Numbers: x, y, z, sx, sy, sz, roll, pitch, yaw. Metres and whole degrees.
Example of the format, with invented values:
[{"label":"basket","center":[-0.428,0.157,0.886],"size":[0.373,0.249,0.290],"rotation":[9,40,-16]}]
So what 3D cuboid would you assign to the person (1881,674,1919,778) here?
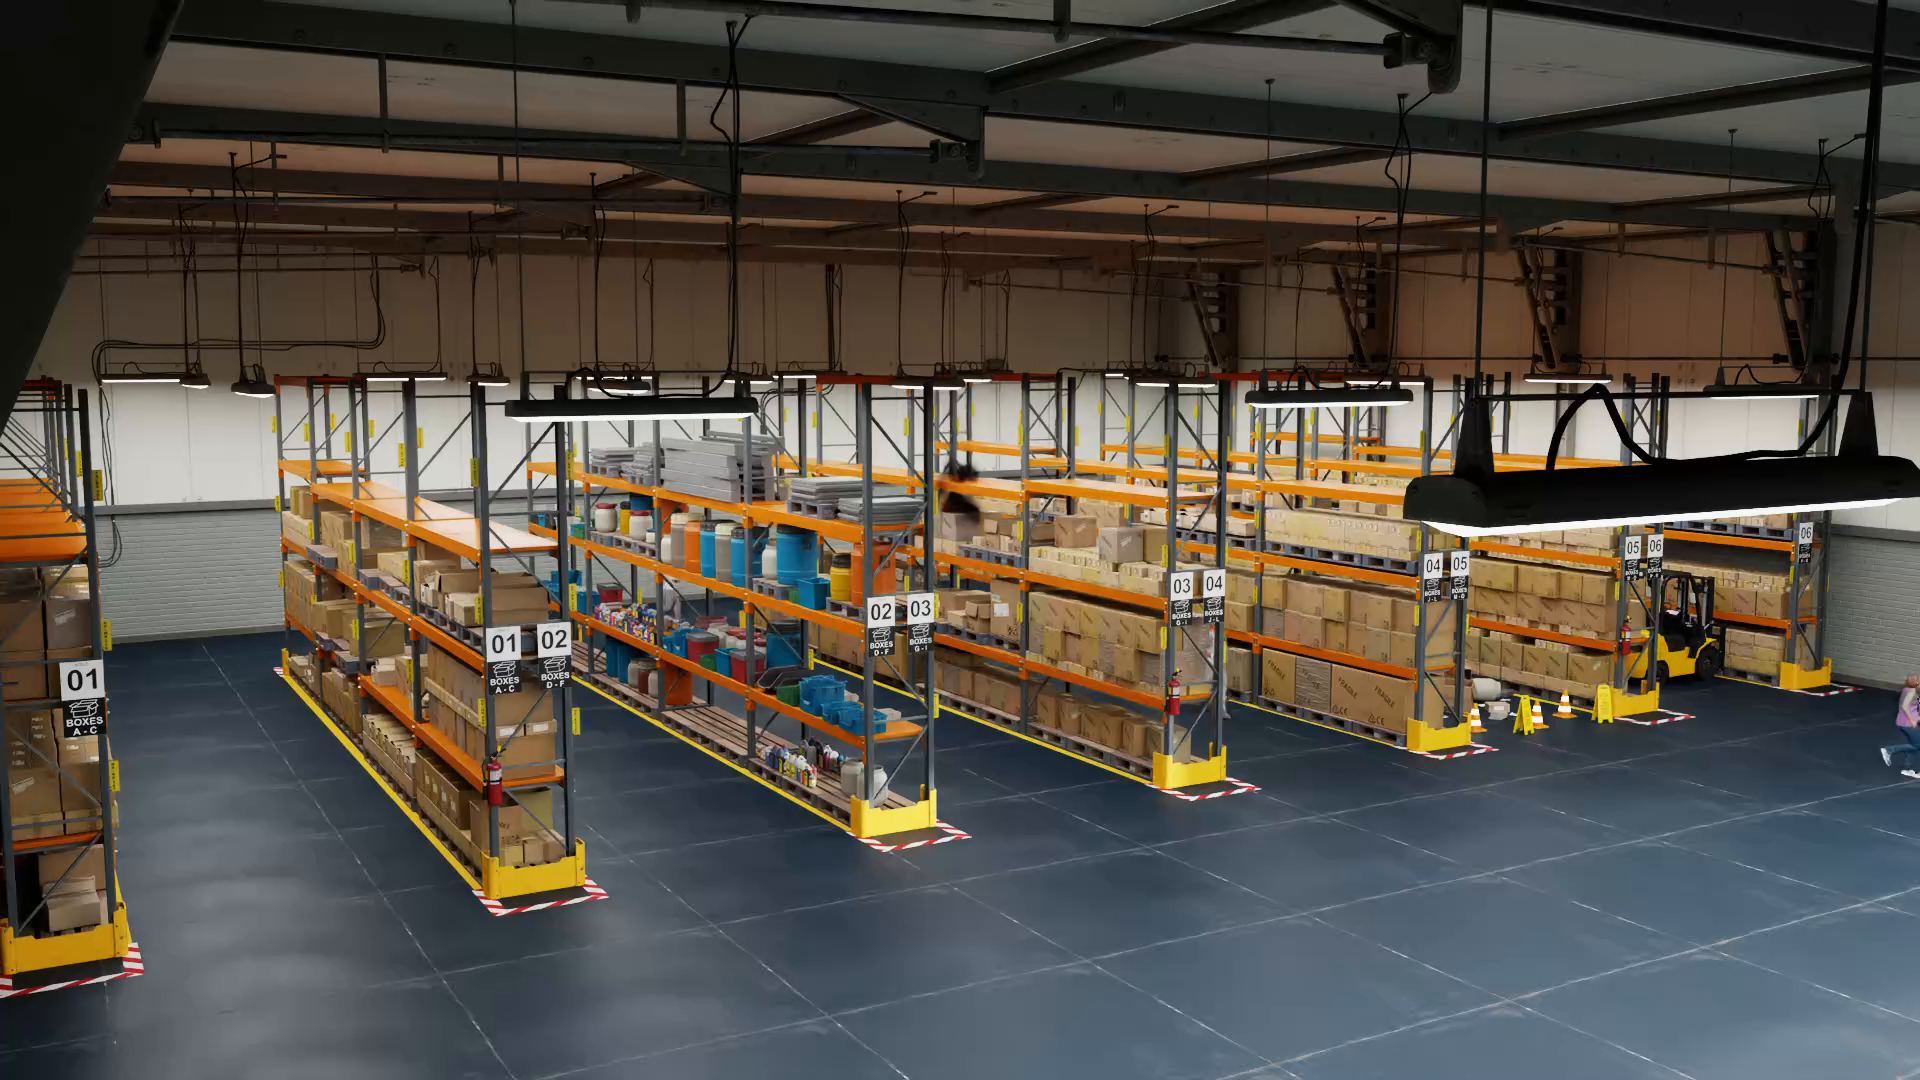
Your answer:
[{"label":"person","center":[14.334,2.809,25.272],"size":[0.557,1.565,0.559],"rotation":[2,7,22]}]

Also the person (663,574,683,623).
[{"label":"person","center":[-6.809,1.219,39.024],"size":[0.860,1.737,0.559],"rotation":[-3,7,-23]}]

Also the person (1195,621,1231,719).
[{"label":"person","center":[4.494,2.220,29.507],"size":[0.684,1.775,1.028],"rotation":[-4,8,-35]}]
